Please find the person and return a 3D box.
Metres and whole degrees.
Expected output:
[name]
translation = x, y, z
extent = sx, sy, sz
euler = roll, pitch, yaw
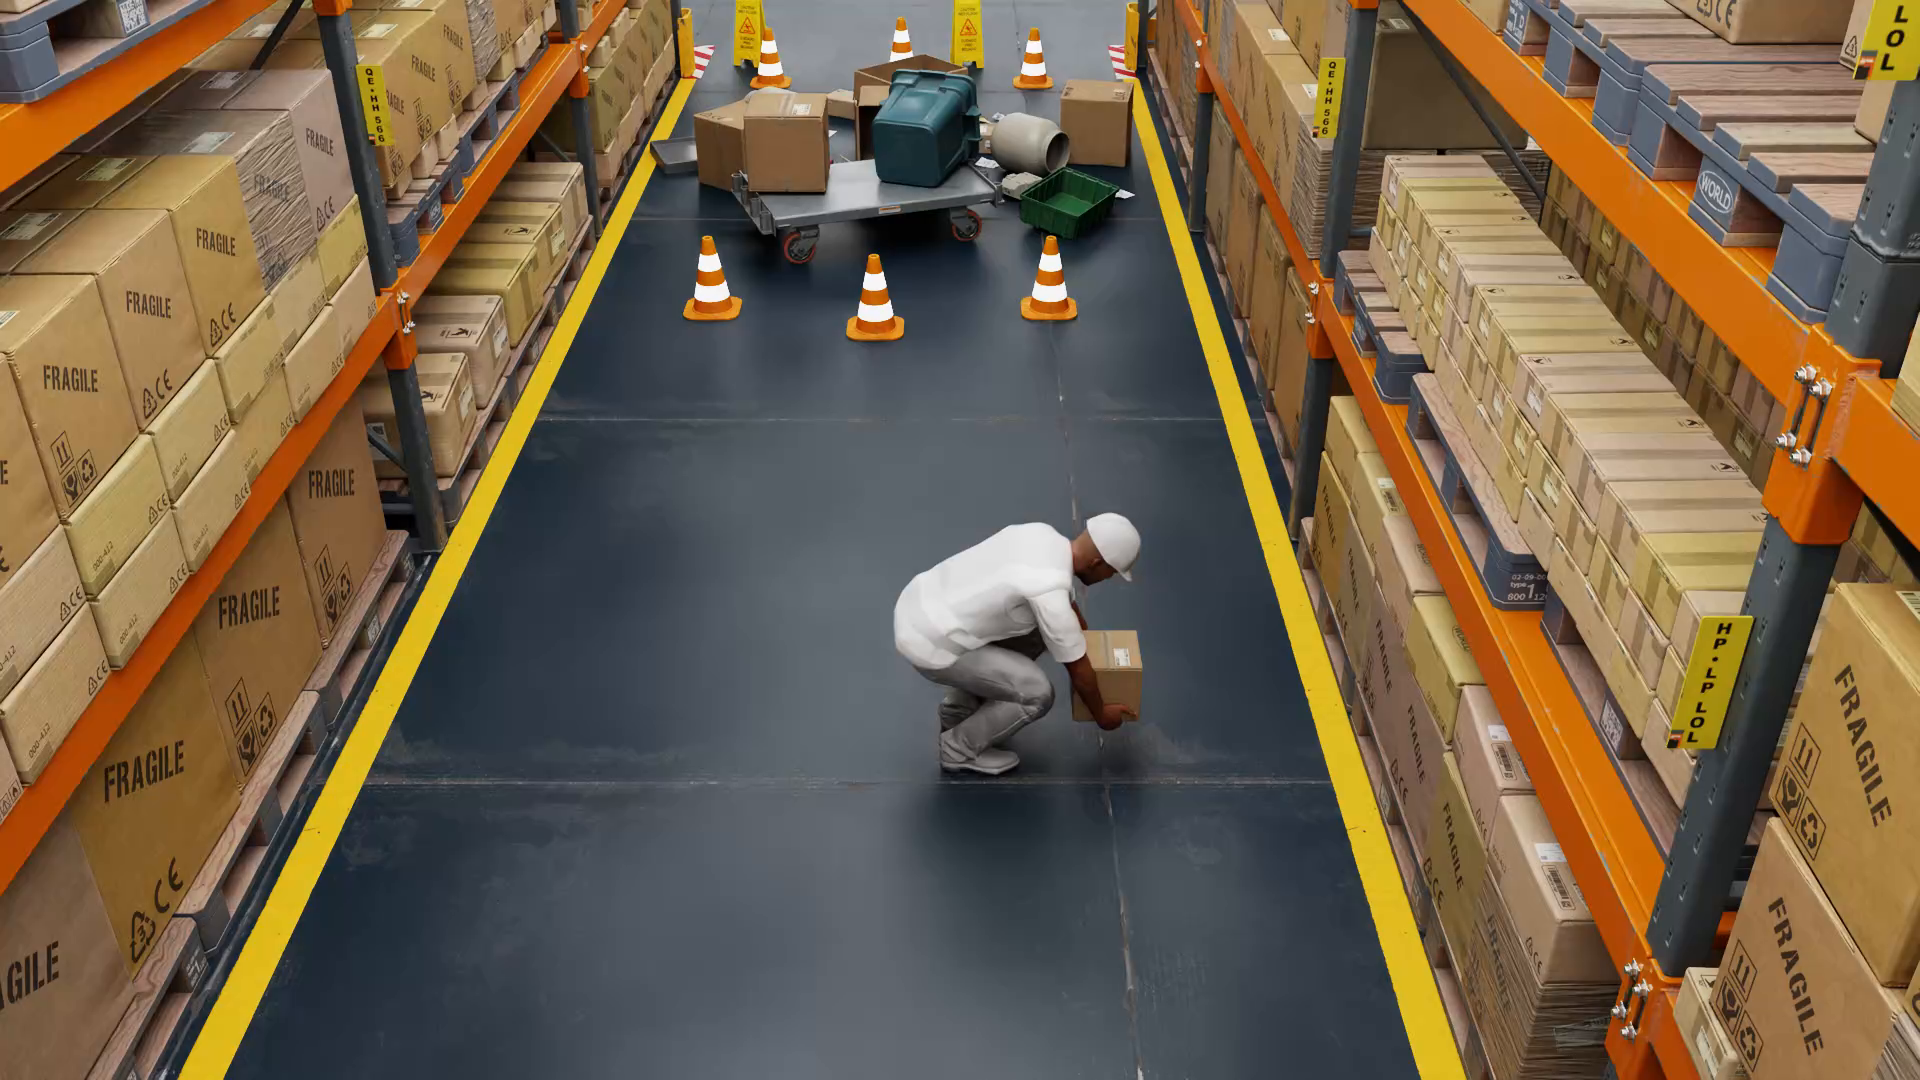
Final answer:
[person]
translation = 0.234, 0.354, 6.252
extent = 0.960, 1.016, 0.521
euler = -1, 31, -2
